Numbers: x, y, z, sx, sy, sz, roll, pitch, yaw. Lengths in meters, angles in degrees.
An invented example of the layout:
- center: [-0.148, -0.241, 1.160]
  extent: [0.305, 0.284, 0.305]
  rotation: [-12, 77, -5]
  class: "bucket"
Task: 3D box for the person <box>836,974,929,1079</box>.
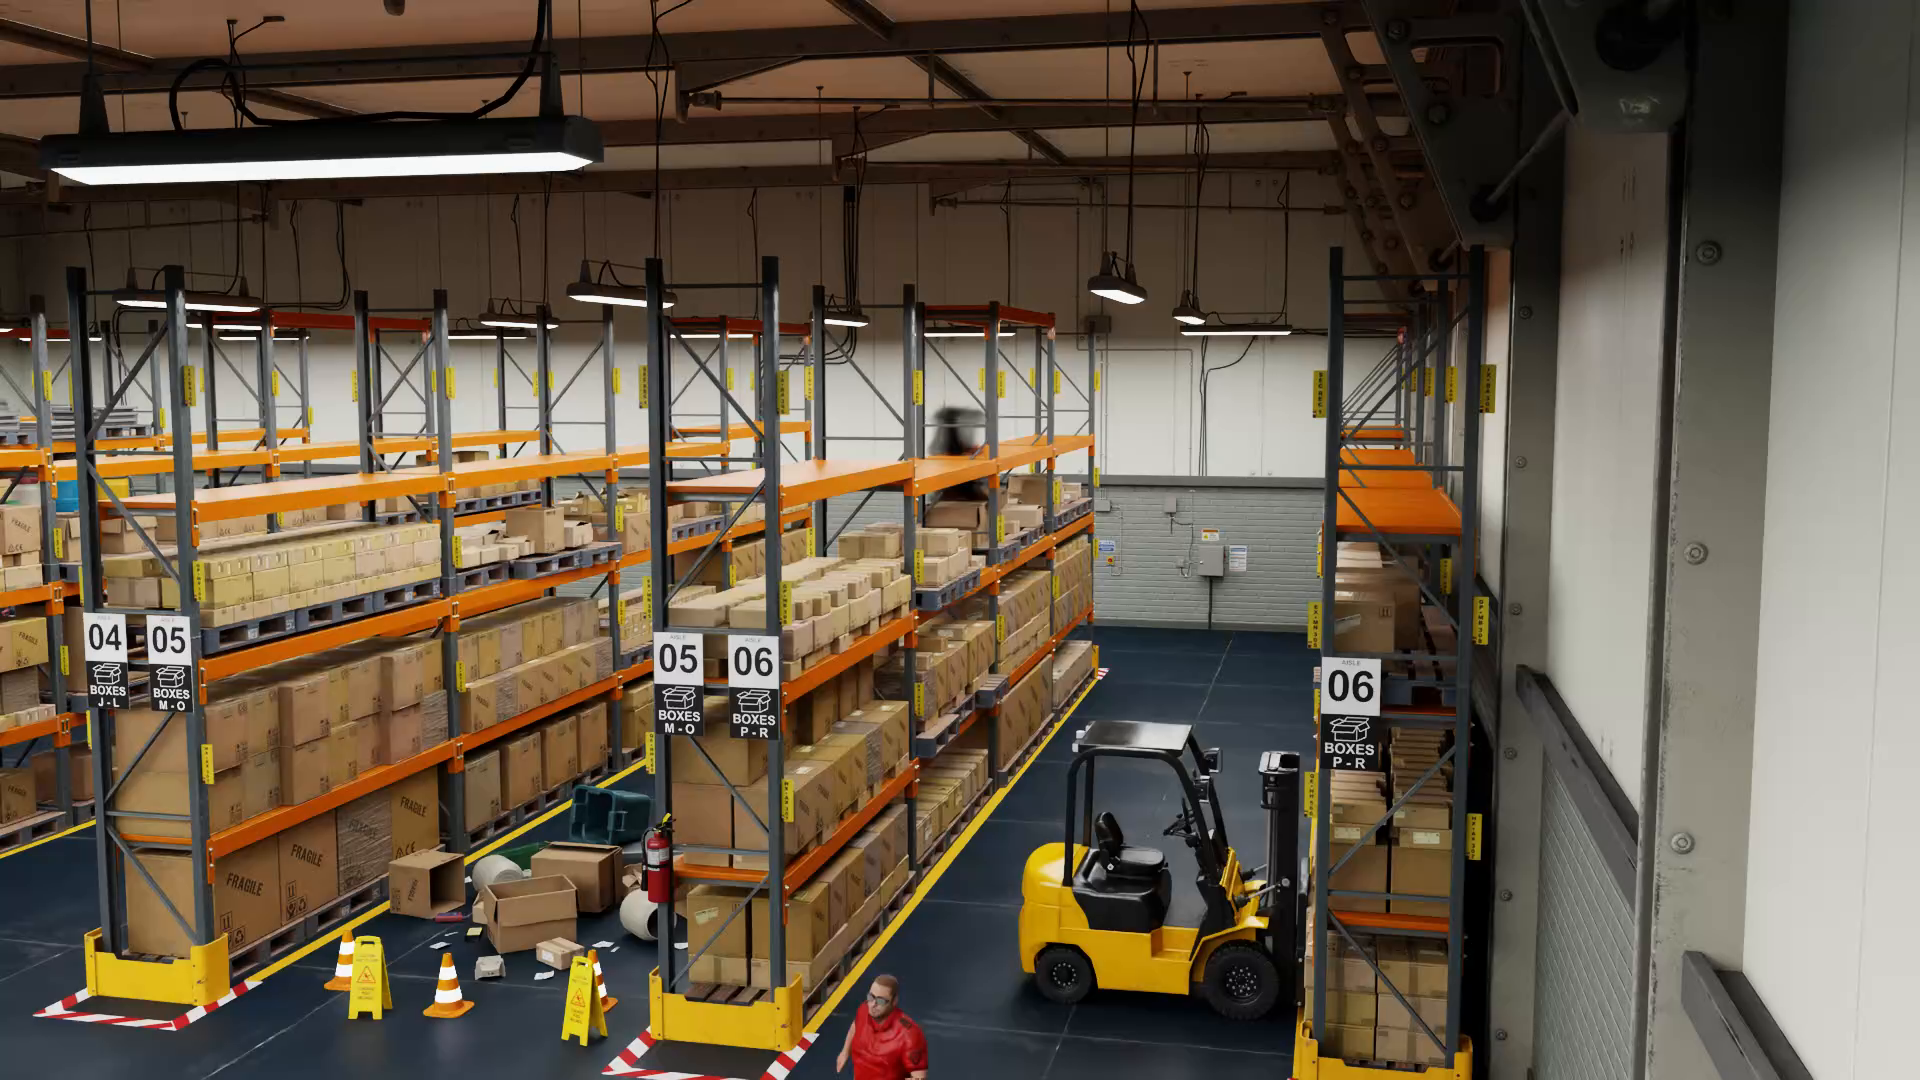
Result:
- center: [-0.559, 3.364, 9.934]
  extent: [0.862, 1.621, 0.679]
  rotation: [4, 7, 31]
  class: "person"
